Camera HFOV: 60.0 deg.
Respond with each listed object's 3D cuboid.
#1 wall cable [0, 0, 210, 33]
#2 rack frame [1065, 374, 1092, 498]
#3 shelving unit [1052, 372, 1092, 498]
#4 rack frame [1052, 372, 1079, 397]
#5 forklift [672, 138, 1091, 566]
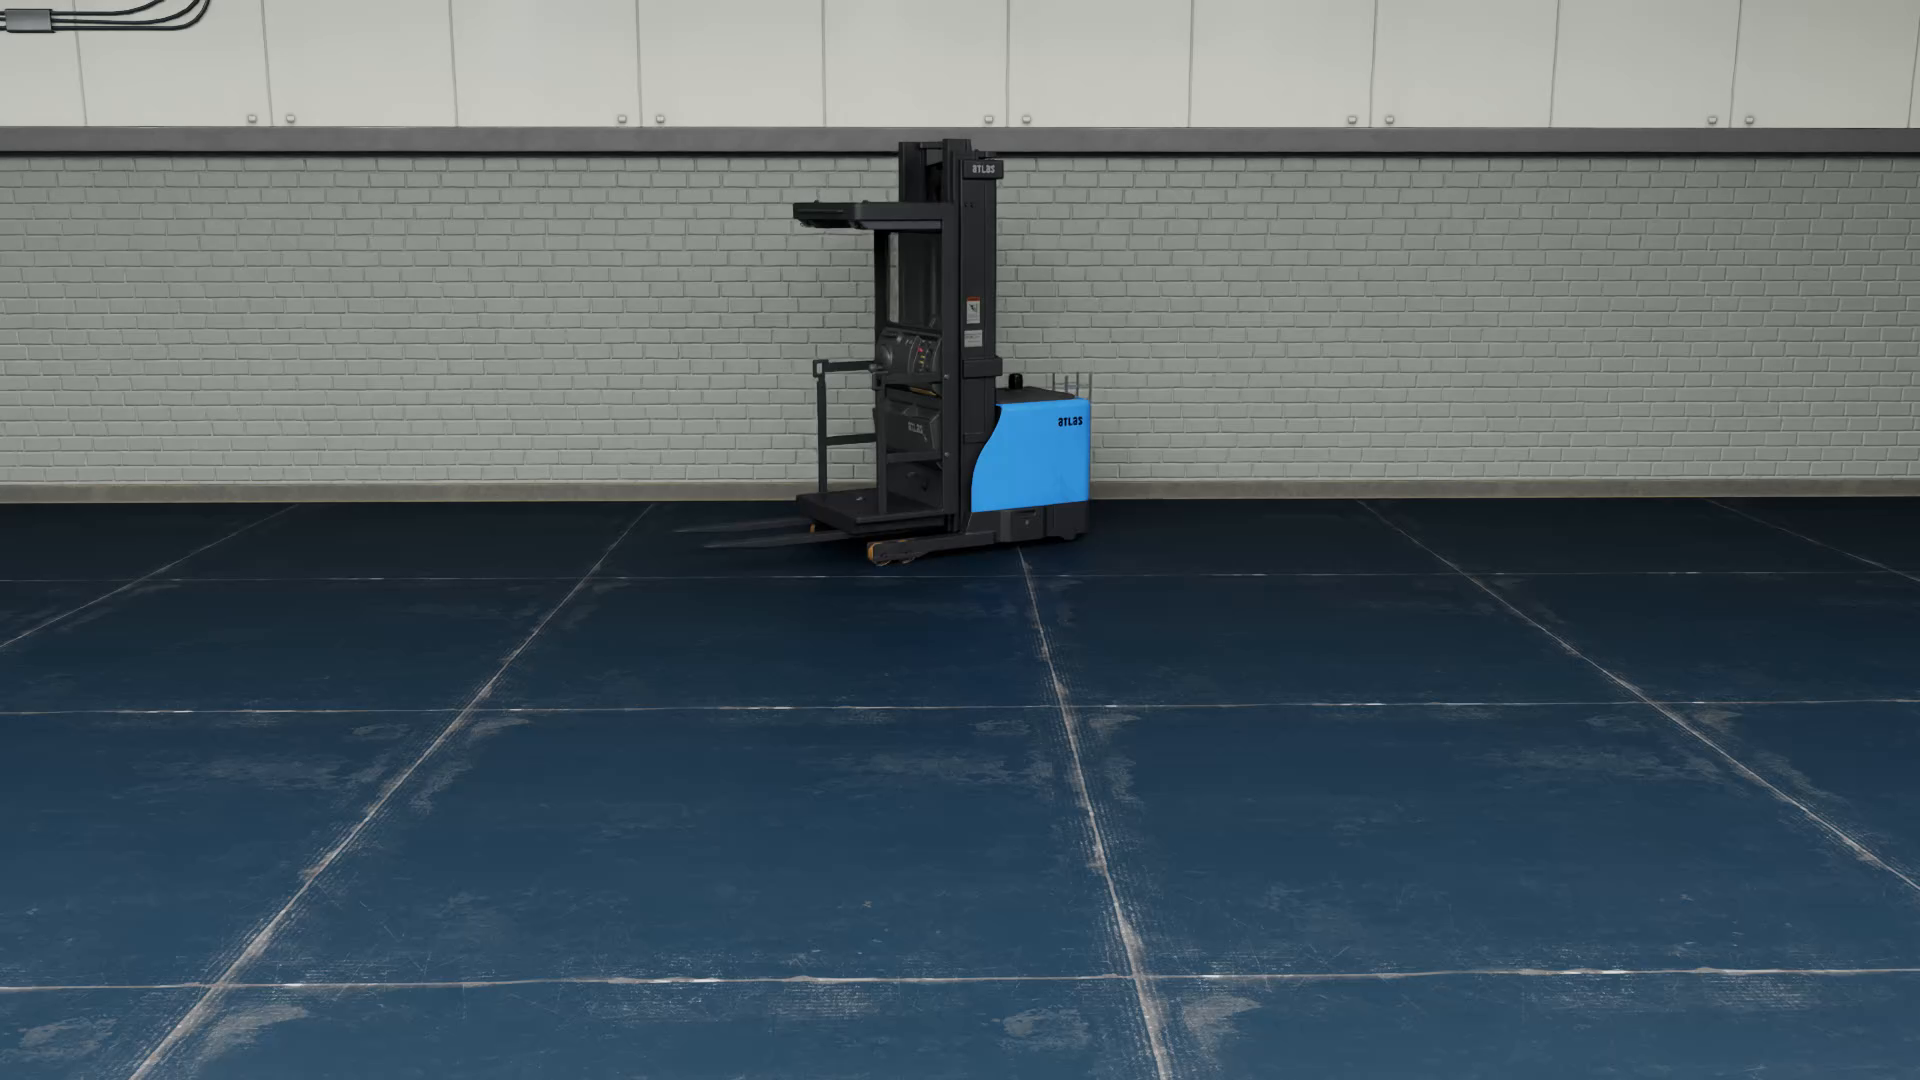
[{"bbox_3d":[-7.104,-6.383,12.837,2.305,6.003,0.169,0,11,-1],"label":"wall cable"},{"bbox_3d":[0.911,-0.683,12.907,0.240,1.200,0.006,-6,13,-28],"label":"rack frame"},{"bbox_3d":[0.867,-0.699,12.985,0.258,1.200,0.189,-6,13,-28],"label":"shelving unit"},{"bbox_3d":[0.822,-0.715,13.064,0.240,1.200,0.006,-6,13,-28],"label":"rack frame"},{"bbox_3d":[-0.556,-1.375,11.965,3.031,2.935,1.130,-6,13,-28],"label":"forklift"}]
